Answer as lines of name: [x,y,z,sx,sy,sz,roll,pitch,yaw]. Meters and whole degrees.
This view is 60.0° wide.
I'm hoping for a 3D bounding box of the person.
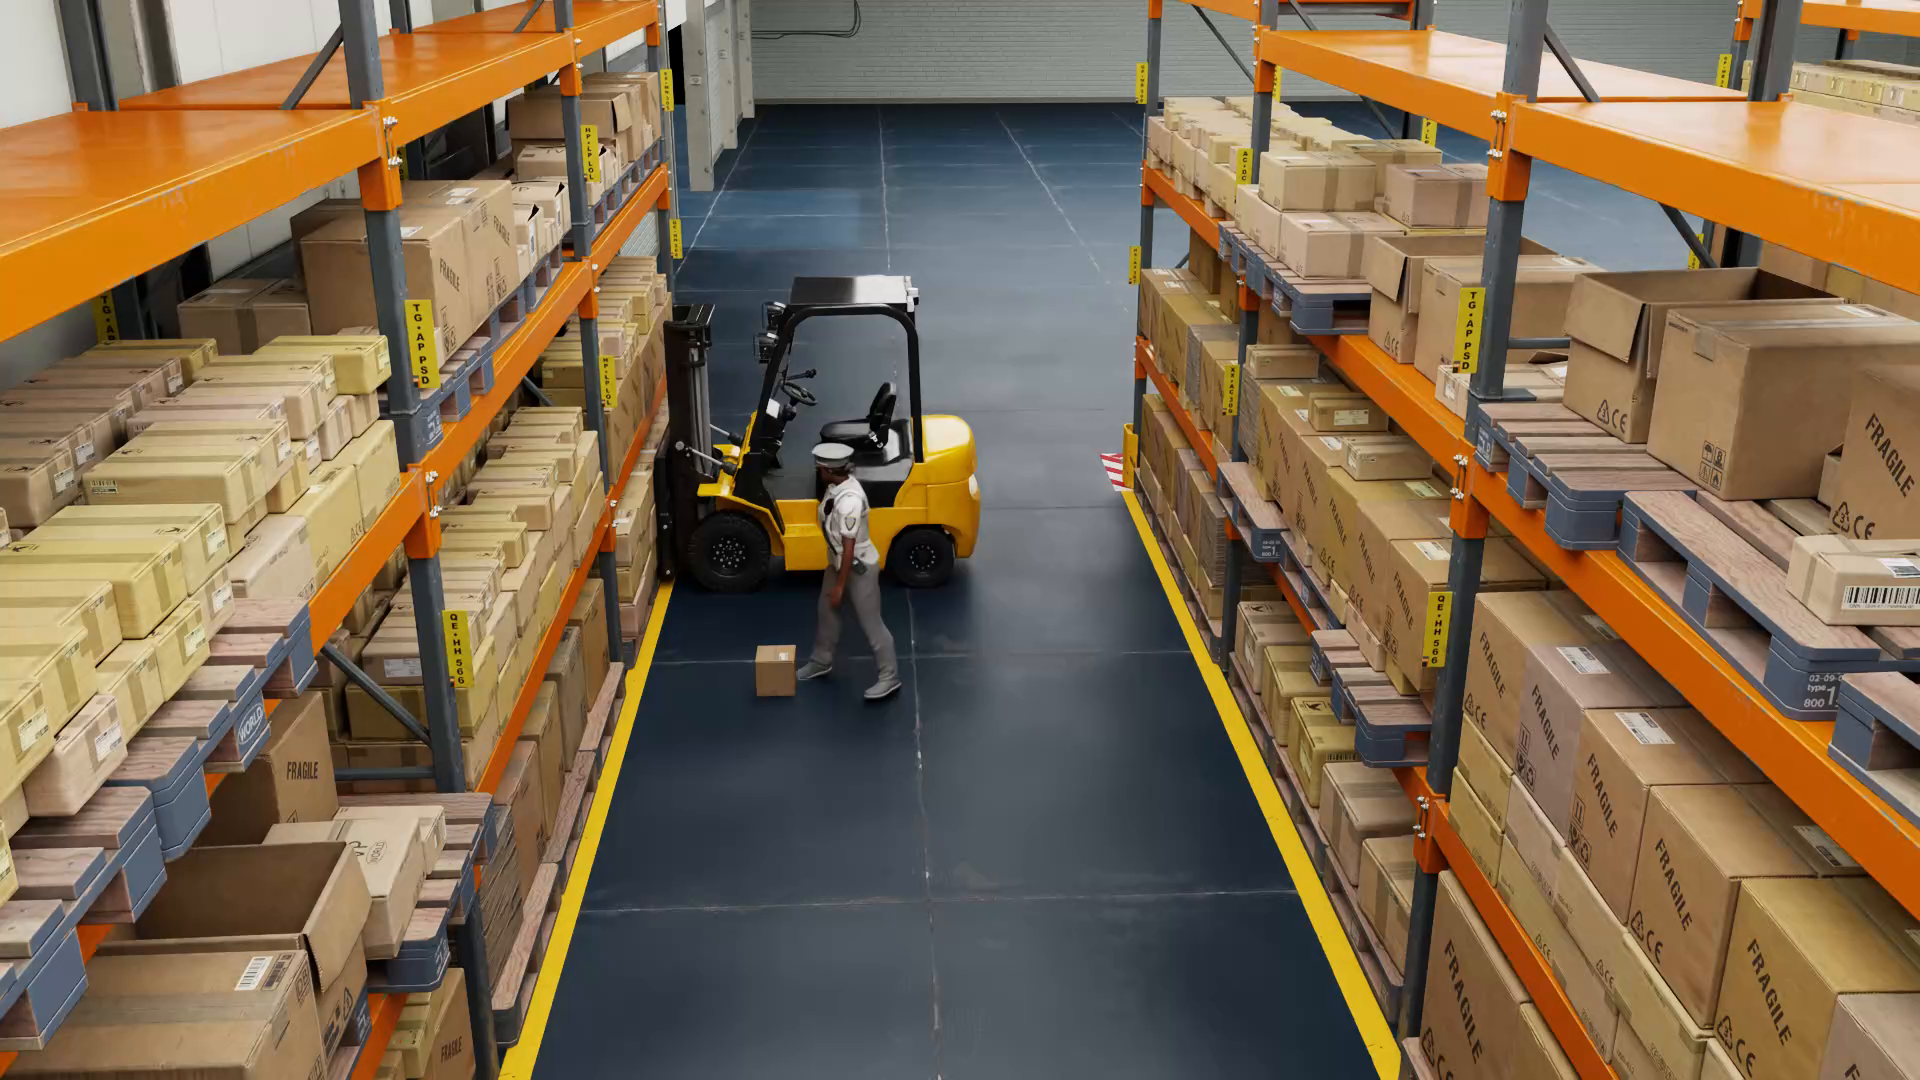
person: [-0.743,0.193,10.588,0.615,1.673,0.629,-8,22,-21]
